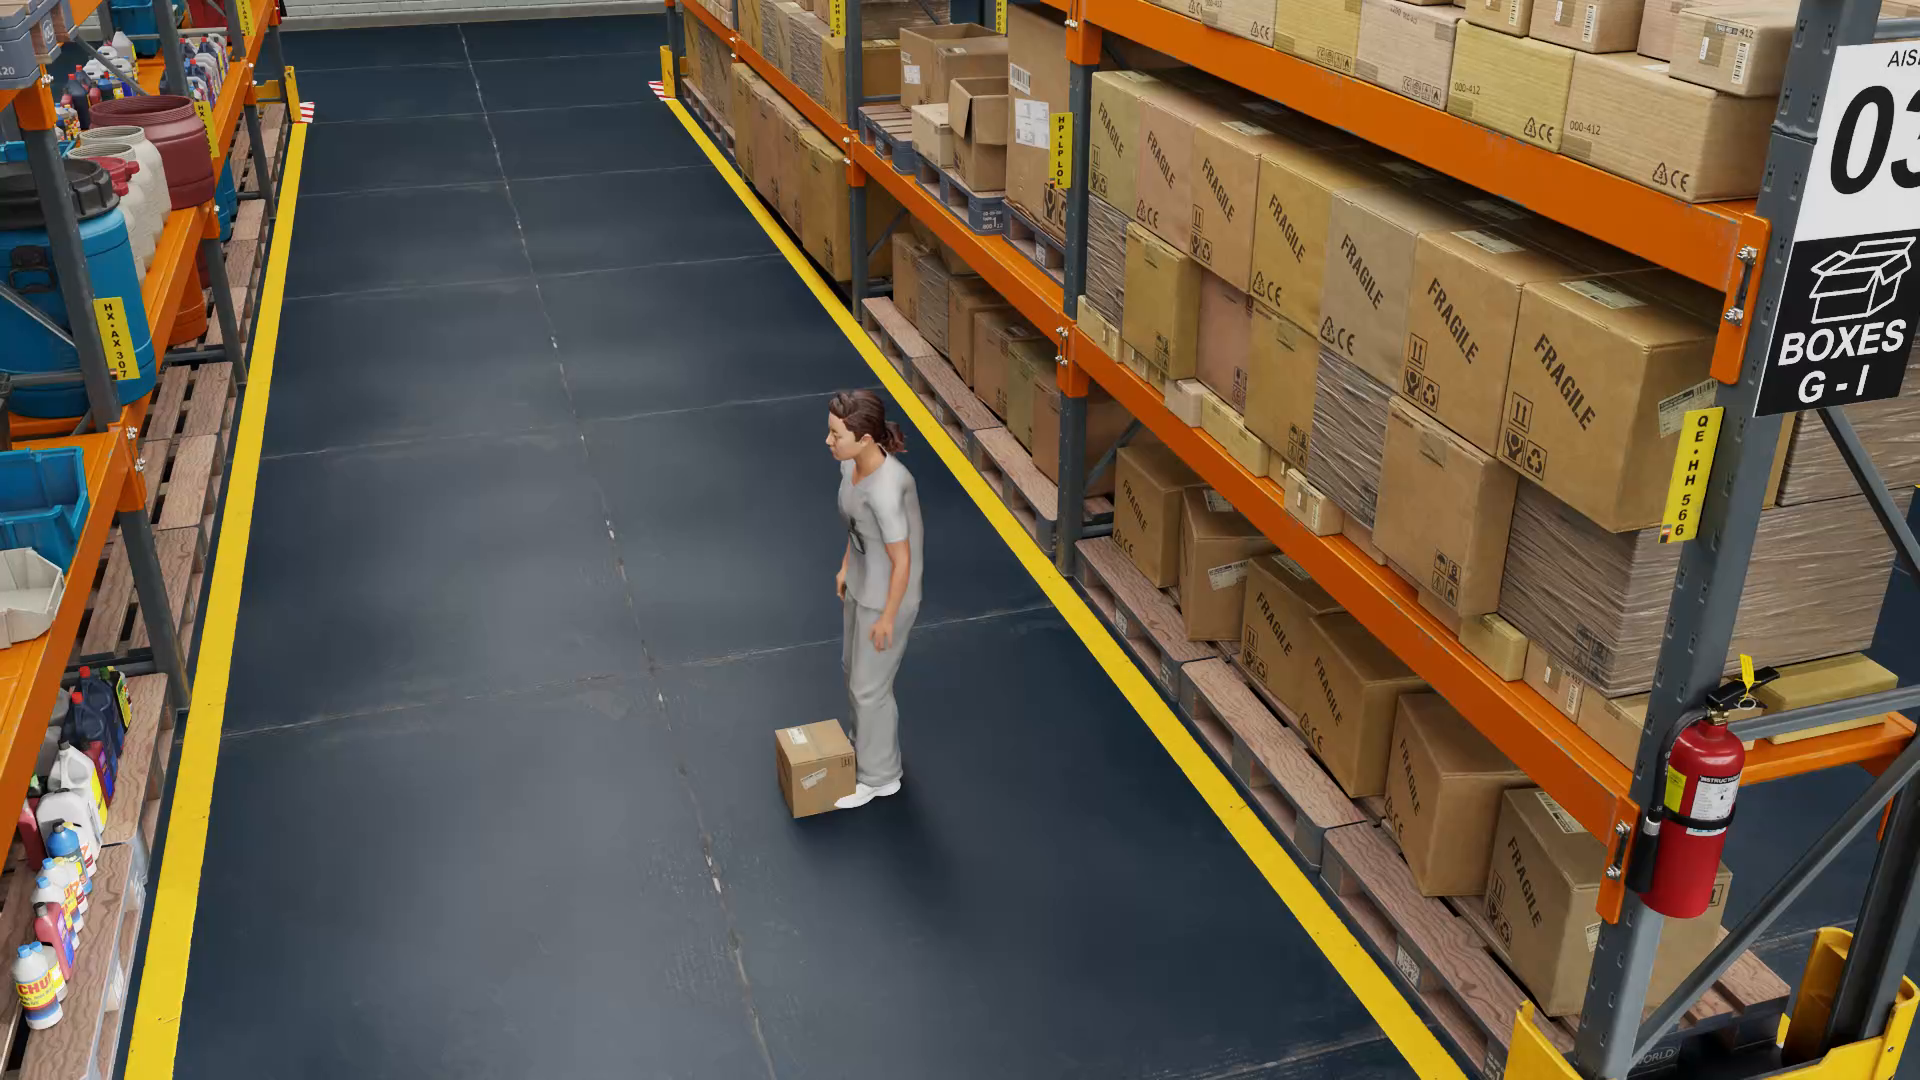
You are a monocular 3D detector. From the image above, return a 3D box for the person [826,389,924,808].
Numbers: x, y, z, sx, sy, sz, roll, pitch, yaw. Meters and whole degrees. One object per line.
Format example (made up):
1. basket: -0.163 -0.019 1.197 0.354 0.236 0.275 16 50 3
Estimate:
1. person: -0.352 0.213 6.187 0.409 1.673 0.514 -10 28 -19
